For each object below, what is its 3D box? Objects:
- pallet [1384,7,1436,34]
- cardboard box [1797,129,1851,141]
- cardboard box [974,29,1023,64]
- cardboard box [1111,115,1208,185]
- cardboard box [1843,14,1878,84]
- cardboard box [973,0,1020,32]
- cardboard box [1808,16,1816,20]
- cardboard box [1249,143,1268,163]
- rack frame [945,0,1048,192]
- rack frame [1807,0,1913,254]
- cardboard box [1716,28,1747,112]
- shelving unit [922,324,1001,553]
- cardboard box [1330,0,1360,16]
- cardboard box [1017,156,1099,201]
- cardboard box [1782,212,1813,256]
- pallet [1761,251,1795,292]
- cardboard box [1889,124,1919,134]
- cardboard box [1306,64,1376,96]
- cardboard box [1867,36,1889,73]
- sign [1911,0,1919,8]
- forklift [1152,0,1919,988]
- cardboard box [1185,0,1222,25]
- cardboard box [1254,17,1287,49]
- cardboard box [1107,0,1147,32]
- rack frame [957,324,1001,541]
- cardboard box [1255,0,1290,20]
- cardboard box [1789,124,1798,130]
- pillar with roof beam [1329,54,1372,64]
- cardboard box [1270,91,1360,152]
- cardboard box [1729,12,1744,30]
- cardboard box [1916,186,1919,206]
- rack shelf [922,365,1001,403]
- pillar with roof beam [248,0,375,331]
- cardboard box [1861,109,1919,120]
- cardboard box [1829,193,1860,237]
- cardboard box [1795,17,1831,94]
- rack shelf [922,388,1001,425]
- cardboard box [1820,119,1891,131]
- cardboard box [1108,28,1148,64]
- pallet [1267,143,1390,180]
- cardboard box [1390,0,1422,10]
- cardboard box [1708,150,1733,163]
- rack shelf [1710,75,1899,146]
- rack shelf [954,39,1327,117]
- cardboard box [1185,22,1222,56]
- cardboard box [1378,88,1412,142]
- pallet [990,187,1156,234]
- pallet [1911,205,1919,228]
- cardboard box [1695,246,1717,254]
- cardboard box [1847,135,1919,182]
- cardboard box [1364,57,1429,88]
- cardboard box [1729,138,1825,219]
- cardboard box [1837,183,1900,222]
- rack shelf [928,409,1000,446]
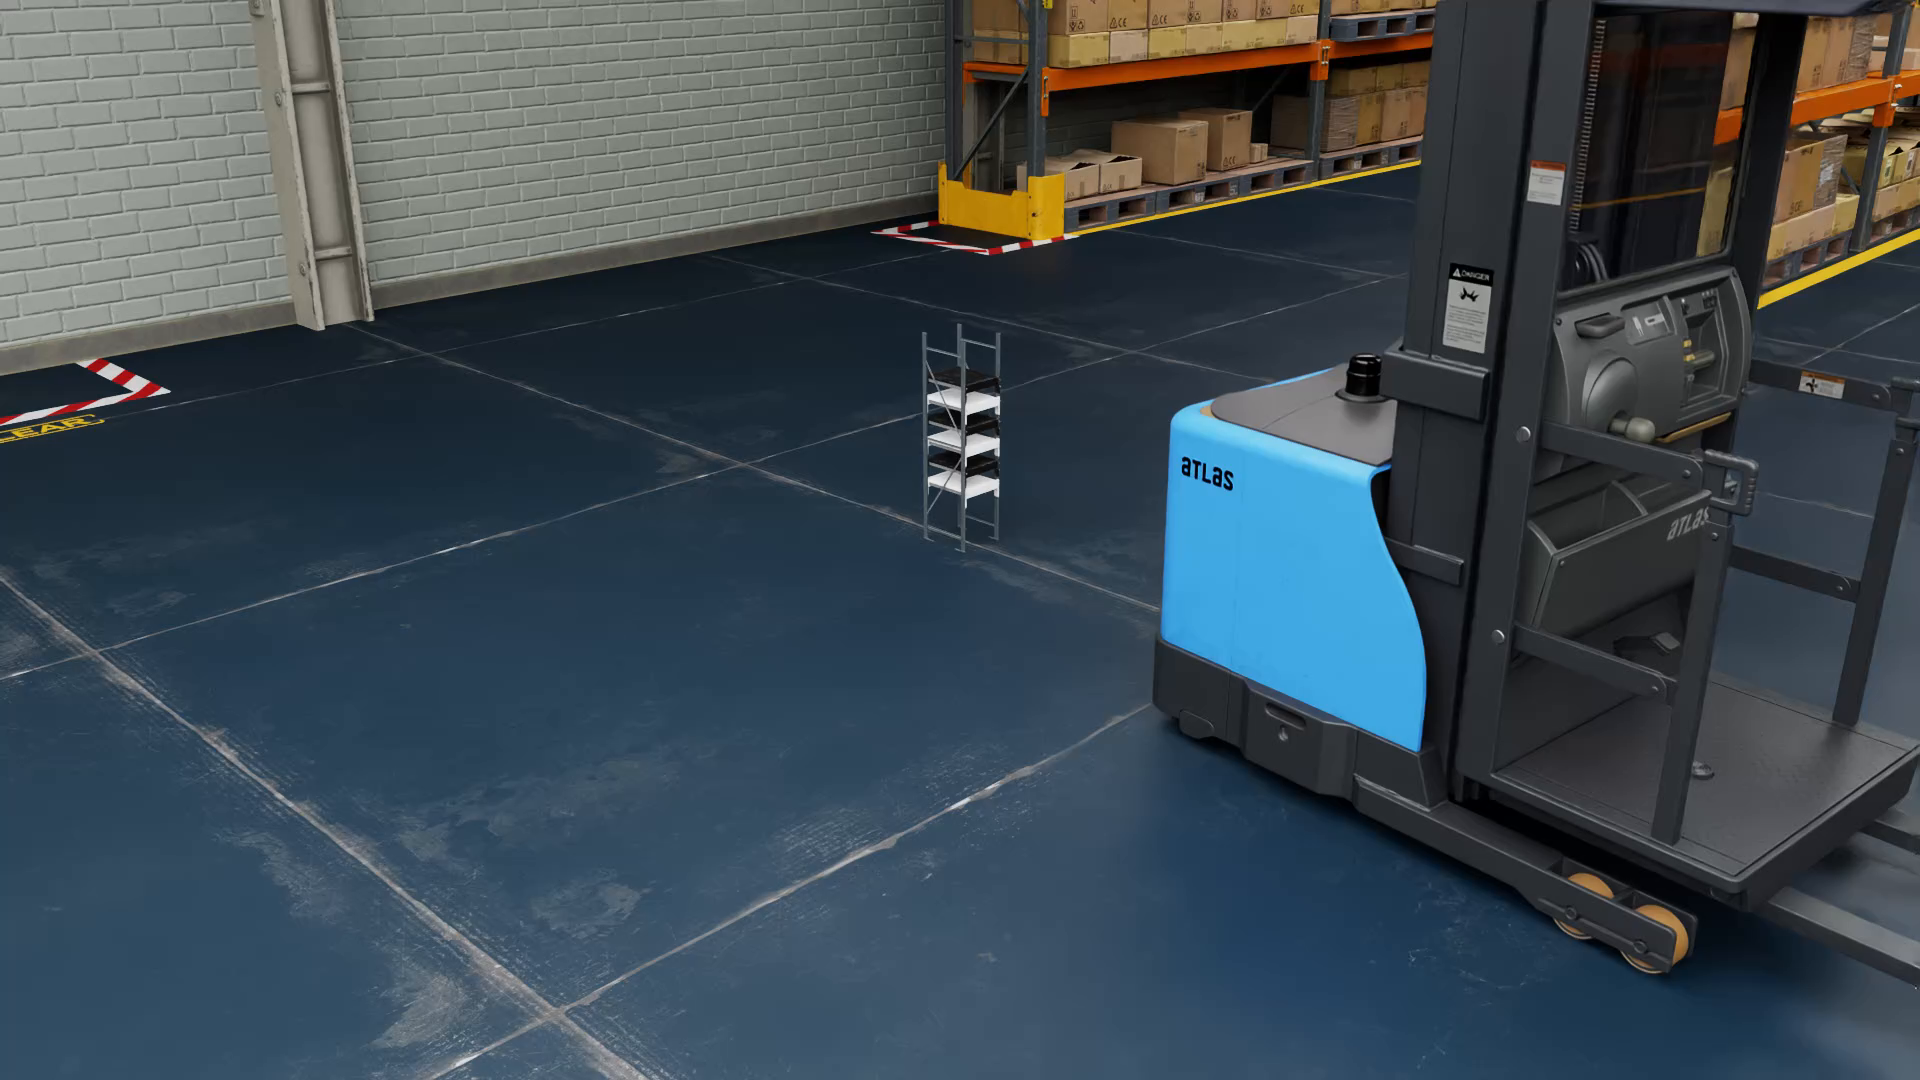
[{"bbox_3d":[4.507,-5.407,17.229,1.003,0.211,1.213,19,28,41],"label":"pallet"},{"bbox_3d":[7.055,-3.234,13.774,0.500,0.311,0.500,-19,28,-41],"label":"cardboard box"},{"bbox_3d":[0.465,-4.067,13.657,0.500,0.250,0.500,-20,28,-41],"label":"cardboard box"},{"bbox_3d":[1.770,-3.476,14.808,0.700,0.500,0.500,17,27,37],"label":"cardboard box"},{"bbox_3d":[6.315,-3.680,12.328,0.700,0.500,0.500,18,28,39],"label":"cardboard box"},{"bbox_3d":[0.454,-4.423,13.537,0.500,0.500,0.500,19,28,40],"label":"cardboard box"},{"bbox_3d":[5.513,-3.580,11.163,0.250,0.149,0.380,-19,28,-40],"label":"cardboard box"},{"bbox_3d":[2.716,-3.725,15.922,0.380,0.166,0.250,15,26,34],"label":"cardboard box"},{"bbox_3d":[0.277,-3.959,13.195,1.000,3.000,0.127,19,28,41],"label":"rack frame"},{"bbox_3d":[6.620,-3.749,12.647,1.000,3.000,0.127,19,28,41],"label":"rack frame"},{"bbox_3d":[4.527,-3.020,10.612,0.500,0.500,0.700,-19,28,-41],"label":"cardboard box"},{"bbox_3d":[0.006,-0.422,6.919,0.258,0.900,0.210,19,28,41],"label":"shelving unit"},{"bbox_3d":[3.447,-5.362,16.091,0.700,0.500,0.500,19,28,41],"label":"cardboard box"},{"bbox_3d":[0.825,-3.065,14.002,0.500,0.311,0.500,15,26,35],"label":"cardboard box"},{"bbox_3d":[5.759,-2.229,11.940,0.500,0.250,0.500,19,28,41],"label":"cardboard box"},{"bbox_3d":[5.184,-1.938,11.823,1.003,0.211,1.213,19,28,41],"label":"pallet"},{"bbox_3d":[8.158,-3.362,14.107,0.500,0.311,0.500,-19,28,-41],"label":"cardboard box"},{"bbox_3d":[3.874,-4.684,16.905,0.500,0.250,0.500,19,28,40],"label":"cardboard box"},{"bbox_3d":[6.932,-3.816,13.031,0.500,0.250,0.500,-18,27,-39],"label":"cardboard box"},{"bbox_3d":[7.018,-4.051,12.117,0.100,0.325,0.005,19,28,41],"label":"sign"},{"bbox_3d":[1.963,-0.474,4.222,1.130,2.935,3.031,-17,27,-37],"label":"forklift"},{"bbox_3d":[1.894,-4.688,14.226,0.500,0.500,0.500,-19,28,-40],"label":"cardboard box"},{"bbox_3d":[2.601,-4.603,15.051,0.500,0.250,0.500,19,28,41],"label":"cardboard box"},{"bbox_3d":[1.178,-4.421,13.531,0.500,0.500,0.500,19,28,41],"label":"cardboard box"},{"bbox_3d":[0.077,-0.448,6.987,0.240,0.900,0.006,19,28,41],"label":"rack frame"},{"bbox_3d":[2.616,-4.948,14.904,0.500,0.500,0.500,19,28,40],"label":"cardboard box"},{"bbox_3d":[6.072,-2.971,12.824,0.500,0.500,0.500,19,28,41],"label":"cardboard box"},{"bbox_3d":[7.416,-7.621,14.359,9.100,9.000,0.400,19,28,41],"label":"pillar with roof beam"},{"bbox_3d":[3.569,-4.220,16.743,0.500,0.500,0.700,-19,28,-40],"label":"cardboard box"},{"bbox_3d":[4.615,-3.249,10.304,0.380,0.149,0.250,19,28,41],"label":"cardboard box"},{"bbox_3d":[7.796,-2.968,13.862,0.500,0.250,0.500,18,28,39],"label":"cardboard box"},{"bbox_3d":[0.006,-0.643,6.834,0.258,0.077,0.200,19,28,41],"label":"rack shelf"},{"bbox_3d":[-0.955,-4.536,6.334,9.100,9.000,0.400,19,28,41],"label":"pillar with roof beam"},{"bbox_3d":[8.474,-3.753,15.124,0.500,0.311,0.500,18,28,39],"label":"cardboard box"},{"bbox_3d":[6.453,-2.487,12.612,0.500,0.250,0.500,19,28,41],"label":"cardboard box"},{"bbox_3d":[5.599,-3.415,11.638,0.500,0.500,0.700,-20,28,-41],"label":"cardboard box"},{"bbox_3d":[0.006,-0.559,6.866,0.258,0.077,0.200,19,28,41],"label":"rack shelf"},{"bbox_3d":[7.758,-3.490,14.440,0.500,0.311,0.500,19,28,40],"label":"cardboard box"},{"bbox_3d":[1.197,-4.082,13.694,0.500,0.250,0.500,18,28,39],"label":"cardboard box"},{"bbox_3d":[3.610,-3.887,16.892,1.003,0.211,1.213,19,28,41],"label":"pallet"},{"bbox_3d":[4.279,-5.681,16.921,0.500,0.500,0.700,-16,26,-35],"label":"cardboard box"},{"bbox_3d":[5.050,-2.326,11.147,0.500,0.500,0.500,19,28,41],"label":"cardboard box"},{"bbox_3d":[5.225,-2.899,11.438,1.077,0.370,4.000,19,28,41],"label":"rack shelf"},{"bbox_3d":[1.673,-4.138,14.662,1.077,0.370,4.000,19,28,41],"label":"rack shelf"},{"bbox_3d":[1.911,-4.341,14.368,0.500,0.250,0.500,20,28,41],"label":"cardboard box"},{"bbox_3d":[4.279,-4.486,17.436,0.700,0.500,0.500,20,28,41],"label":"cardboard box"},{"bbox_3d":[0.923,-2.877,14.266,1.003,0.211,1.213,19,28,41],"label":"pallet"},{"bbox_3d":[7.957,-2.961,14.485,1.003,0.211,1.213,19,28,41],"label":"pallet"},{"bbox_3d":[4.709,-1.845,10.940,0.500,0.250,0.500,19,28,41],"label":"cardboard box"},{"bbox_3d":[7.439,-3.094,13.410,0.500,0.311,0.500,19,28,40],"label":"cardboard box"},{"bbox_3d":[4.596,-4.942,17.577,0.500,0.250,0.500,19,28,40],"label":"cardboard box"},{"bbox_3d":[5.750,-2.582,11.814,0.500,0.500,0.500,19,28,41],"label":"cardboard box"},{"bbox_3d":[7.079,-2.703,13.173,0.500,0.250,0.500,18,28,39],"label":"cardboard box"},{"bbox_3d":[0.006,-0.475,6.898,0.258,0.077,0.200,19,28,41],"label":"rack shelf"}]
